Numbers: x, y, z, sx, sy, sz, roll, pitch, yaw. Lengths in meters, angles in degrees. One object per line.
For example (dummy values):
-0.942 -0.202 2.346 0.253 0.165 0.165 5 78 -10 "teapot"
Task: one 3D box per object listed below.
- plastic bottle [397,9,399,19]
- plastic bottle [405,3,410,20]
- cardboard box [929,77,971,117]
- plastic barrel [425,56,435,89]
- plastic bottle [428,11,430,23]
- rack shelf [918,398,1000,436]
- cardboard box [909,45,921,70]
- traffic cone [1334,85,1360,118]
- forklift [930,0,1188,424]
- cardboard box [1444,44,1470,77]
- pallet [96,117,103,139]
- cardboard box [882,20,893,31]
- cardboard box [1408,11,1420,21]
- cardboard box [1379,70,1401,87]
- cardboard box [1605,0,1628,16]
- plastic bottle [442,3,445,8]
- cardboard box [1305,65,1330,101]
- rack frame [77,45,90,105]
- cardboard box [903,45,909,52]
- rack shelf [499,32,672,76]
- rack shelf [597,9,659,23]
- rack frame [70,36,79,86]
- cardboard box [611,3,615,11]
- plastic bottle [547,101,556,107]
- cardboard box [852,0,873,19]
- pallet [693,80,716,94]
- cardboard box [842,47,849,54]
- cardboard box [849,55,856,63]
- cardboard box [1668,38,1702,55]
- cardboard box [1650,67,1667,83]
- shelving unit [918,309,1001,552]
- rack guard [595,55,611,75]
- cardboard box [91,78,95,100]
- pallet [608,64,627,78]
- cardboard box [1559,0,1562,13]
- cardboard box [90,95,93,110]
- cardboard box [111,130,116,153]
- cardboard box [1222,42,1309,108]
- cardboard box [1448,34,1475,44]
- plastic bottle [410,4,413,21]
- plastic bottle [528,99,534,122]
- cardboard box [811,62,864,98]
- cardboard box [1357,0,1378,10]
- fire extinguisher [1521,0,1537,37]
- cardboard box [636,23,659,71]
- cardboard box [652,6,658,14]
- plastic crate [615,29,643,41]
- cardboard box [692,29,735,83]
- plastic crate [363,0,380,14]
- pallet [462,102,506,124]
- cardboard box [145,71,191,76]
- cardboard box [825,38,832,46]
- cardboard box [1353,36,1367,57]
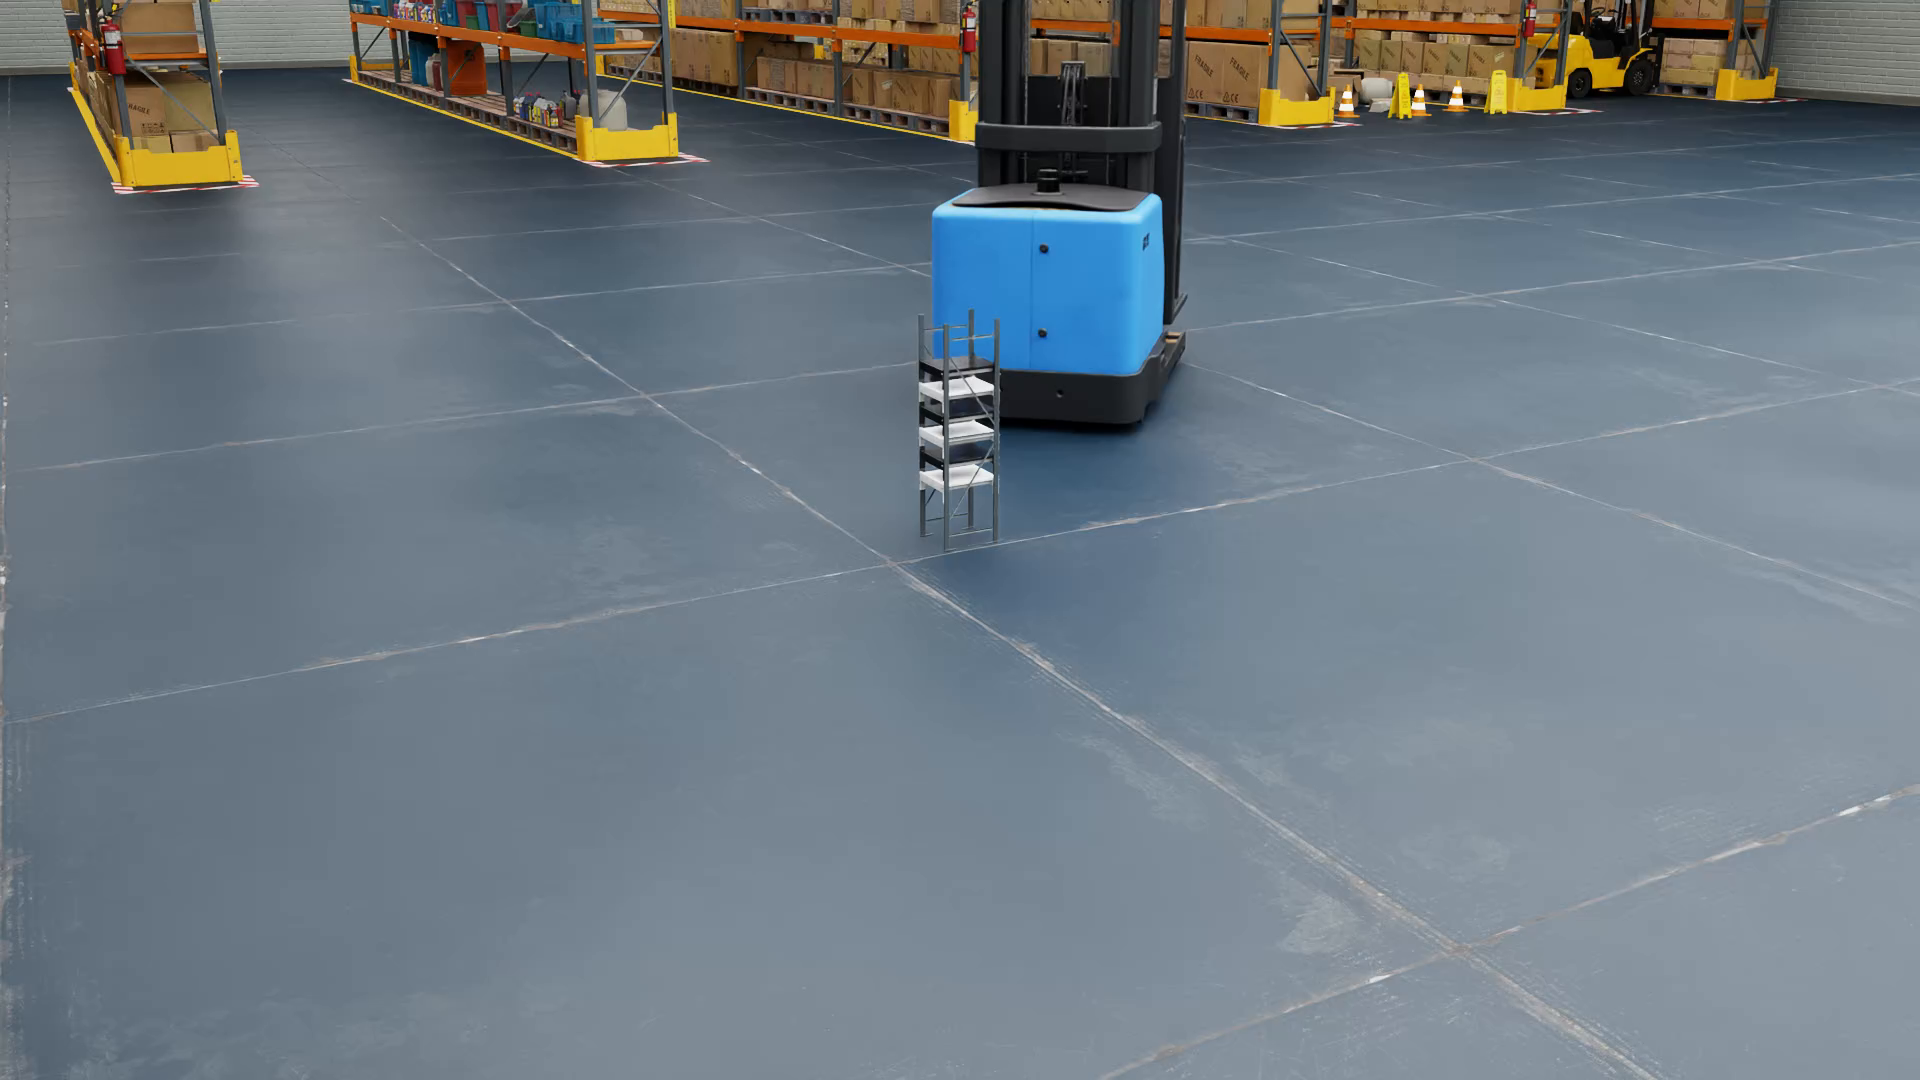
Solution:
-9.656 -9.099 28.705 0.097 0.201 0.097 0 19 0 "plastic bottle"
-9.265 -8.916 28.062 0.152 0.276 0.135 -10 21 -27 "plastic bottle"
-0.128 -6.120 22.957 0.500 0.500 0.500 -4 20 -12 "cardboard box"
-8.820 -7.917 28.146 0.421 0.512 0.421 0 19 0 "plastic barrel"
-8.452 -8.371 26.595 0.097 0.201 0.097 0 19 0 "plastic bottle"
-0.004 -0.481 6.473 0.258 0.077 0.200 -10 21 -27 "rack shelf"
-0.700 -9.703 33.340 0.500 0.500 0.500 -9 21 -25 "cardboard box"
5.878 -6.667 25.244 0.336 0.463 0.334 -10 21 -27 "traffic cone"
0.694 -2.390 9.063 1.130 2.935 3.031 5 20 13 "forklift"
8.329 -7.882 27.297 0.500 0.500 0.500 -9 21 -25 "cardboard box"
-11.119 -5.608 22.559 1.003 0.211 1.213 -10 21 -27 "pallet"
-0.870 -7.248 23.421 0.380 0.149 0.250 -10 21 -27 "cardboard box"
7.756 -8.811 27.951 0.380 0.149 0.250 -10 21 -26 "cardboard box"
7.596 -7.974 28.714 0.500 0.250 0.500 -9 21 -24 "cardboard box"
12.141 -9.795 30.267 0.500 0.500 0.500 -10 22 -27 "cardboard box"
-8.806 -9.034 28.412 0.097 0.271 0.097 0 19 0 "plastic bottle"
5.676 -7.553 27.541 0.797 0.637 0.503 -10 21 -27 "cardboard box"
-13.950 -8.666 27.148 1.000 3.000 0.127 -10 21 -27 "rack frame"
-1.215 -10.133 34.213 0.380 0.149 0.250 -9 21 -25 "cardboard box"
-4.841 -6.222 21.166 1.077 0.370 4.000 -10 21 -27 "rack shelf"
-6.180 -10.434 33.373 1.077 0.370 4.000 -10 21 -27 "rack shelf"
-15.850 -9.815 30.476 1.000 3.000 0.127 -10 21 -27 "rack frame"
-6.882 -10.855 33.875 0.380 0.149 0.250 -10 22 -27 "cardboard box"
-5.362 -5.614 21.804 0.152 0.276 0.135 -10 21 -27 "plastic bottle"
-1.066 -7.803 24.038 0.875 0.500 0.500 -10 21 -27 "cardboard box"
-4.214 -8.321 30.422 1.003 0.211 1.213 -10 21 -27 "pallet"
-2.393 -10.654 36.179 0.380 0.149 0.250 -9 21 -25 "cardboard box"
-2.158 -10.372 35.817 0.380 0.149 0.250 -11 22 -29 "cardboard box"
12.815 -8.661 29.170 0.500 0.250 0.500 -10 21 -26 "cardboard box"
12.597 -8.334 29.756 0.500 0.250 0.500 -10 21 -26 "cardboard box"
-0.004 -0.428 6.491 0.258 0.900 0.210 -10 21 -27 "shelving unit"
-7.141 -10.173 35.347 1.175 0.500 0.348 -10 21 -27 "rack guard"
-11.319 -6.042 22.255 0.500 0.311 0.500 -10 22 -27 "cardboard box"
-6.681 -9.812 34.744 1.003 0.211 1.213 -10 21 -27 "pallet"
11.187 -10.241 31.942 0.500 0.250 0.500 -9 21 -25 "cardboard box"
-12.061 -6.221 23.633 0.500 0.250 0.500 -10 21 -27 "cardboard box"
-9.015 -4.370 18.269 0.500 0.250 0.500 -10 21 -27 "cardboard box"
4.501 -6.873 24.564 0.875 0.875 0.875 -10 21 -26 "cardboard box"
8.229 -8.207 27.244 0.380 0.149 0.250 -10 21 -26 "cardboard box"
-9.124 -8.810 27.761 0.097 0.271 0.097 0 19 0 "plastic bottle"
-5.641 -5.656 21.913 0.061 0.283 0.133 -9 21 -24 "plastic bottle"
-1.914 -7.249 26.198 0.700 0.500 0.500 -10 21 -27 "cardboard box"
7.253 -9.457 28.829 0.500 0.500 0.500 -10 21 -27 "cardboard box"
8.838 -8.149 25.768 0.296 0.674 0.183 -10 21 -27 "fire extinguisher"
-5.901 -9.854 33.203 0.875 0.875 0.875 -10 21 -27 "cardboard box"
-5.663 -10.118 31.739 0.380 0.149 0.250 -10 21 -26 "cardboard box"
-4.033 -6.170 20.317 0.298 0.136 0.250 -10 21 -27 "plastic crate"
-4.057 -8.704 29.871 1.225 0.875 0.875 -10 21 -26 "cardboard box"
-10.894 -9.944 31.015 0.416 0.233 0.300 -10 21 -27 "plastic crate"
-6.781 -6.388 24.820 1.003 0.211 1.213 -10 21 -27 "pallet"
-9.512 -5.378 20.041 0.500 0.500 0.500 -10 21 -27 "cardboard box"
-2.767 -11.016 36.773 0.380 0.149 0.250 -11 22 -29 "cardboard box"
8.888 -10.756 36.393 0.500 0.500 0.500 -9 21 -24 "cardboard box"
